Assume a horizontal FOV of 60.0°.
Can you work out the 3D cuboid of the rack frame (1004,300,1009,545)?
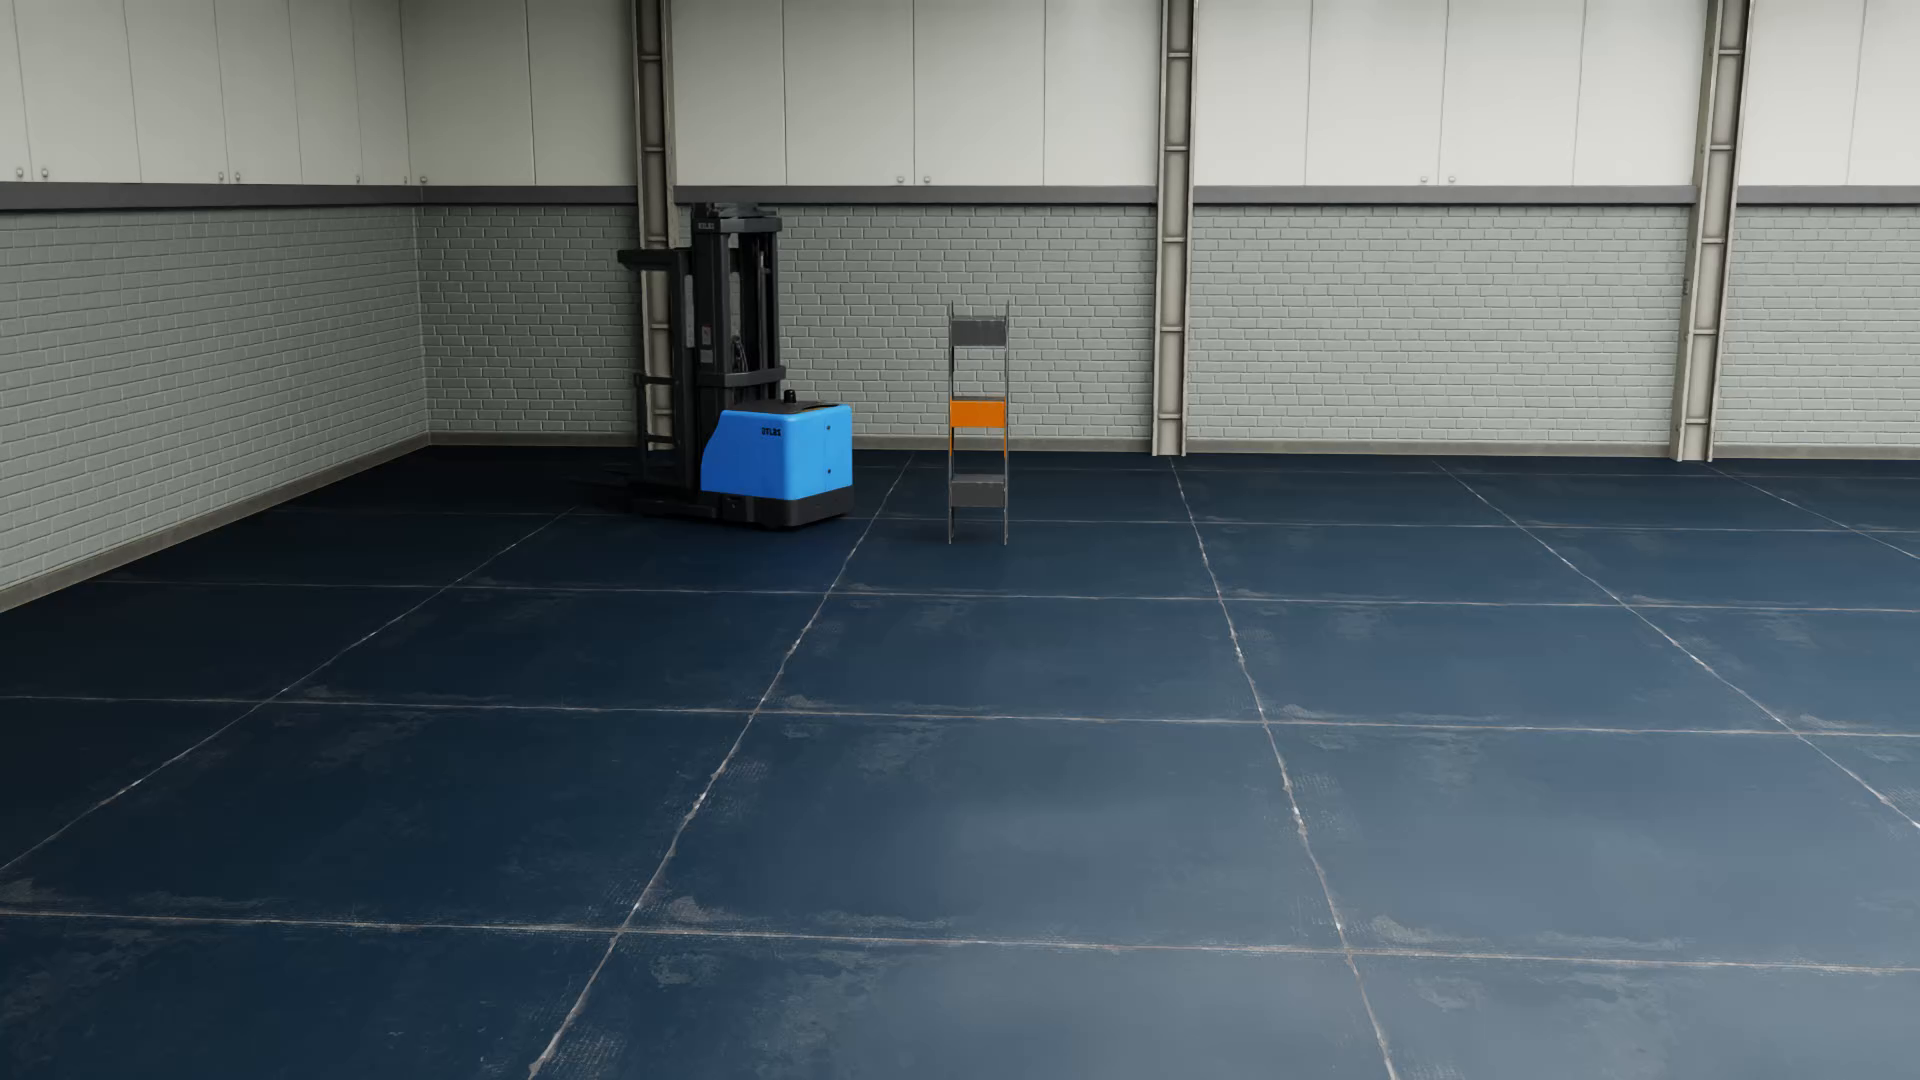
[{"bbox_3d":[0.409,-1.022,14.526,0.015,2.100,0.400,1,12,4],"label":"rack frame"}]

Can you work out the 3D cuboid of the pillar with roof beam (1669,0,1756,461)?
[{"bbox_3d":[8.157,-4.460,14.111,0.400,9.000,9.100,1,12,4],"label":"pillar with roof beam"}]

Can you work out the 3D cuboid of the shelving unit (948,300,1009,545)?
[{"bbox_3d":[0.165,-1.025,14.542,0.503,2.100,0.431,1,12,4],"label":"shelving unit"}]

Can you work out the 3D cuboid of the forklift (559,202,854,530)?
[{"bbox_3d":[-2.534,-1.729,15.876,3.031,2.935,1.130,7,14,30],"label":"forklift"}]

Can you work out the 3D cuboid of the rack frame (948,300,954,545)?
[{"bbox_3d":[-0.078,-1.029,14.558,0.015,2.100,0.400,1,12,4],"label":"rack frame"}]

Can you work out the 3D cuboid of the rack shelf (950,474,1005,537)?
[{"bbox_3d":[0.165,-0.327,14.688,0.480,0.518,0.431,1,12,4],"label":"rack shelf"}]

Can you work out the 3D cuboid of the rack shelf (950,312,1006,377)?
[{"bbox_3d":[0.165,-1.697,14.402,0.480,0.518,0.431,1,12,4],"label":"rack shelf"}]

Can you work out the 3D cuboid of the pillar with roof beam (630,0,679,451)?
[{"bbox_3d":[-3.816,-4.624,14.896,0.400,9.000,9.100,1,12,4],"label":"pillar with roof beam"}]

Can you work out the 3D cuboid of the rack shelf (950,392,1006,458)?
[{"bbox_3d":[0.165,-1.012,14.545,0.480,0.518,0.431,1,12,4],"label":"rack shelf"}]

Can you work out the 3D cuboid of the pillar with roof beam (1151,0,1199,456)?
[{"bbox_3d":[2.170,-4.542,14.504,0.400,9.000,9.100,1,12,4],"label":"pillar with roof beam"}]
